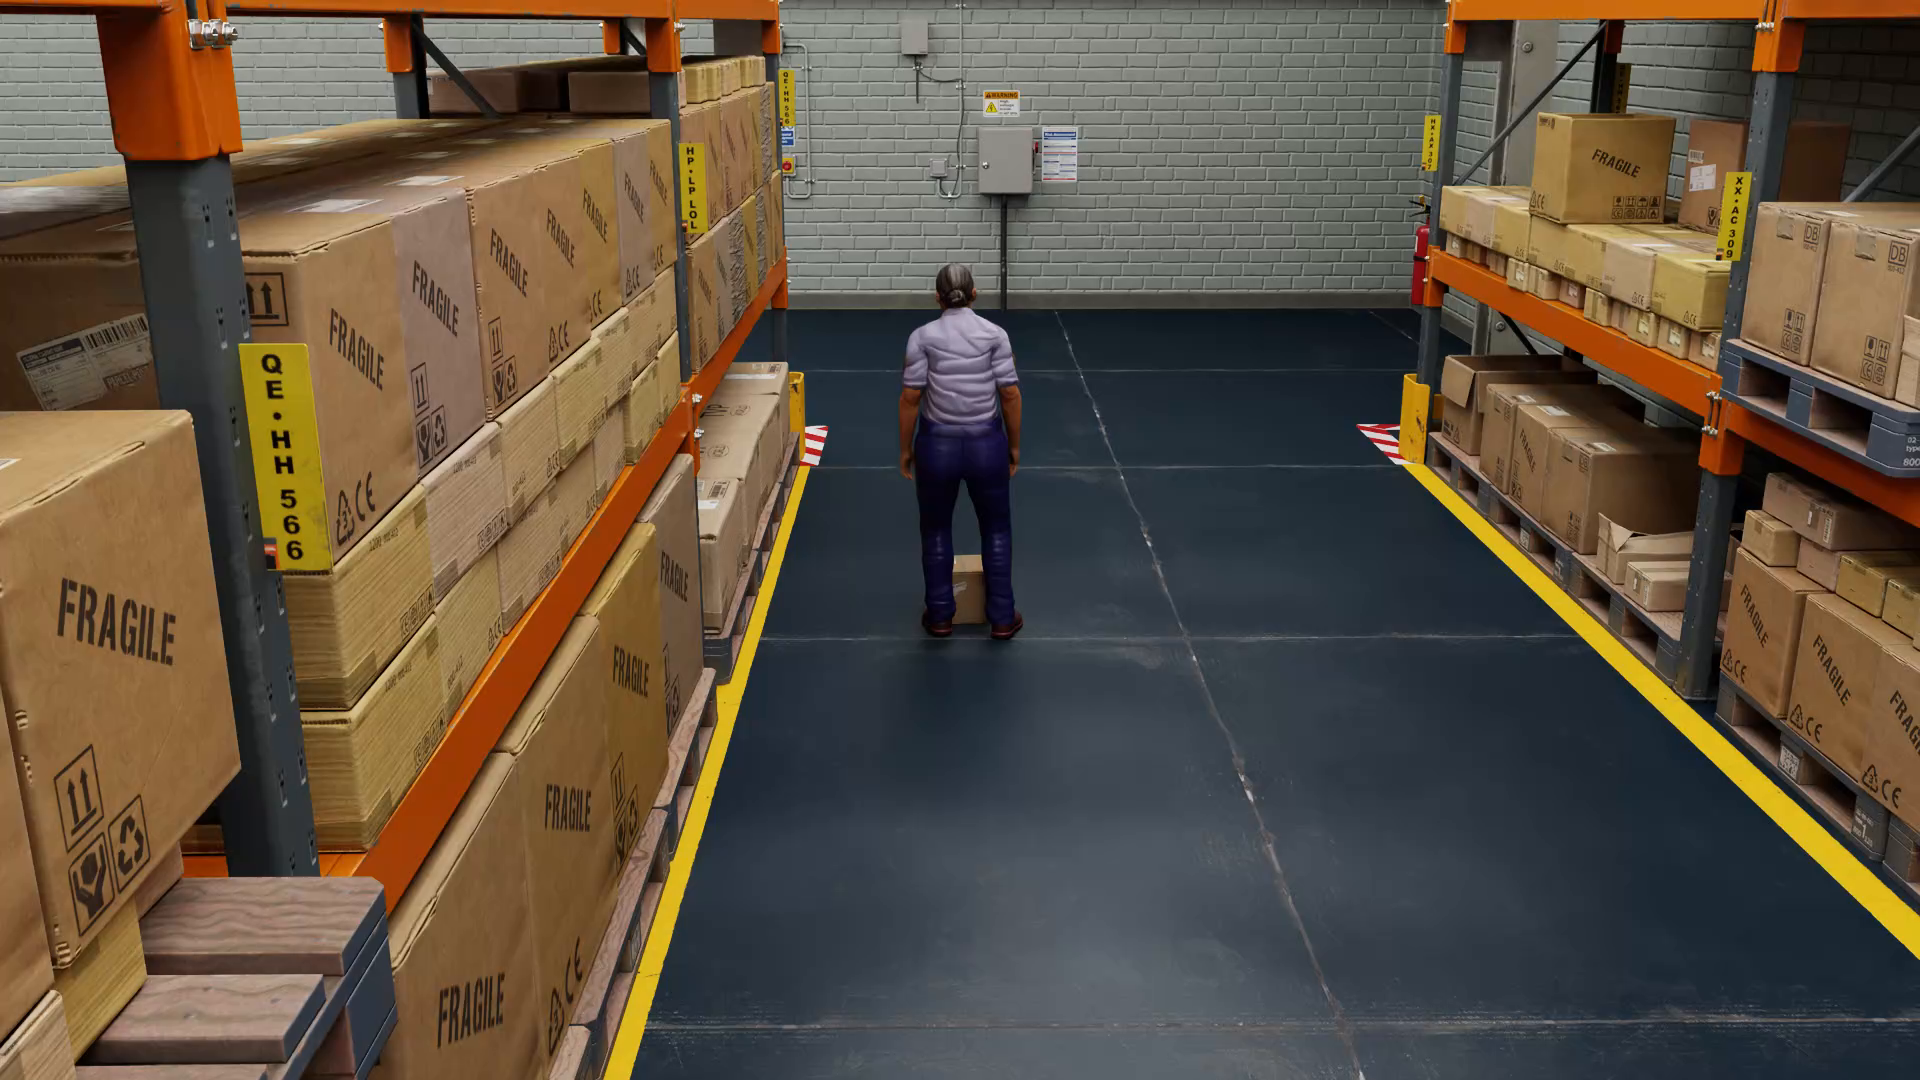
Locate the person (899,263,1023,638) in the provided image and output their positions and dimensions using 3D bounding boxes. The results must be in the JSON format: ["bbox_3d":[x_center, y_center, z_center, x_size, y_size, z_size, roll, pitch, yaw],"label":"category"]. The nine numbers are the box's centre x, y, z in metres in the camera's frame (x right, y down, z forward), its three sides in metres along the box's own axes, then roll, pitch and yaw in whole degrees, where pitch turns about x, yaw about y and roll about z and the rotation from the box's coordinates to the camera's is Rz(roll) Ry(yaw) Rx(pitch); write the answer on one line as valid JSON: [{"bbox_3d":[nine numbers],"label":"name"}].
[{"bbox_3d":[0.012,-0.379,7.279,0.559,1.652,0.417,-1,17,-3],"label":"person"}]
